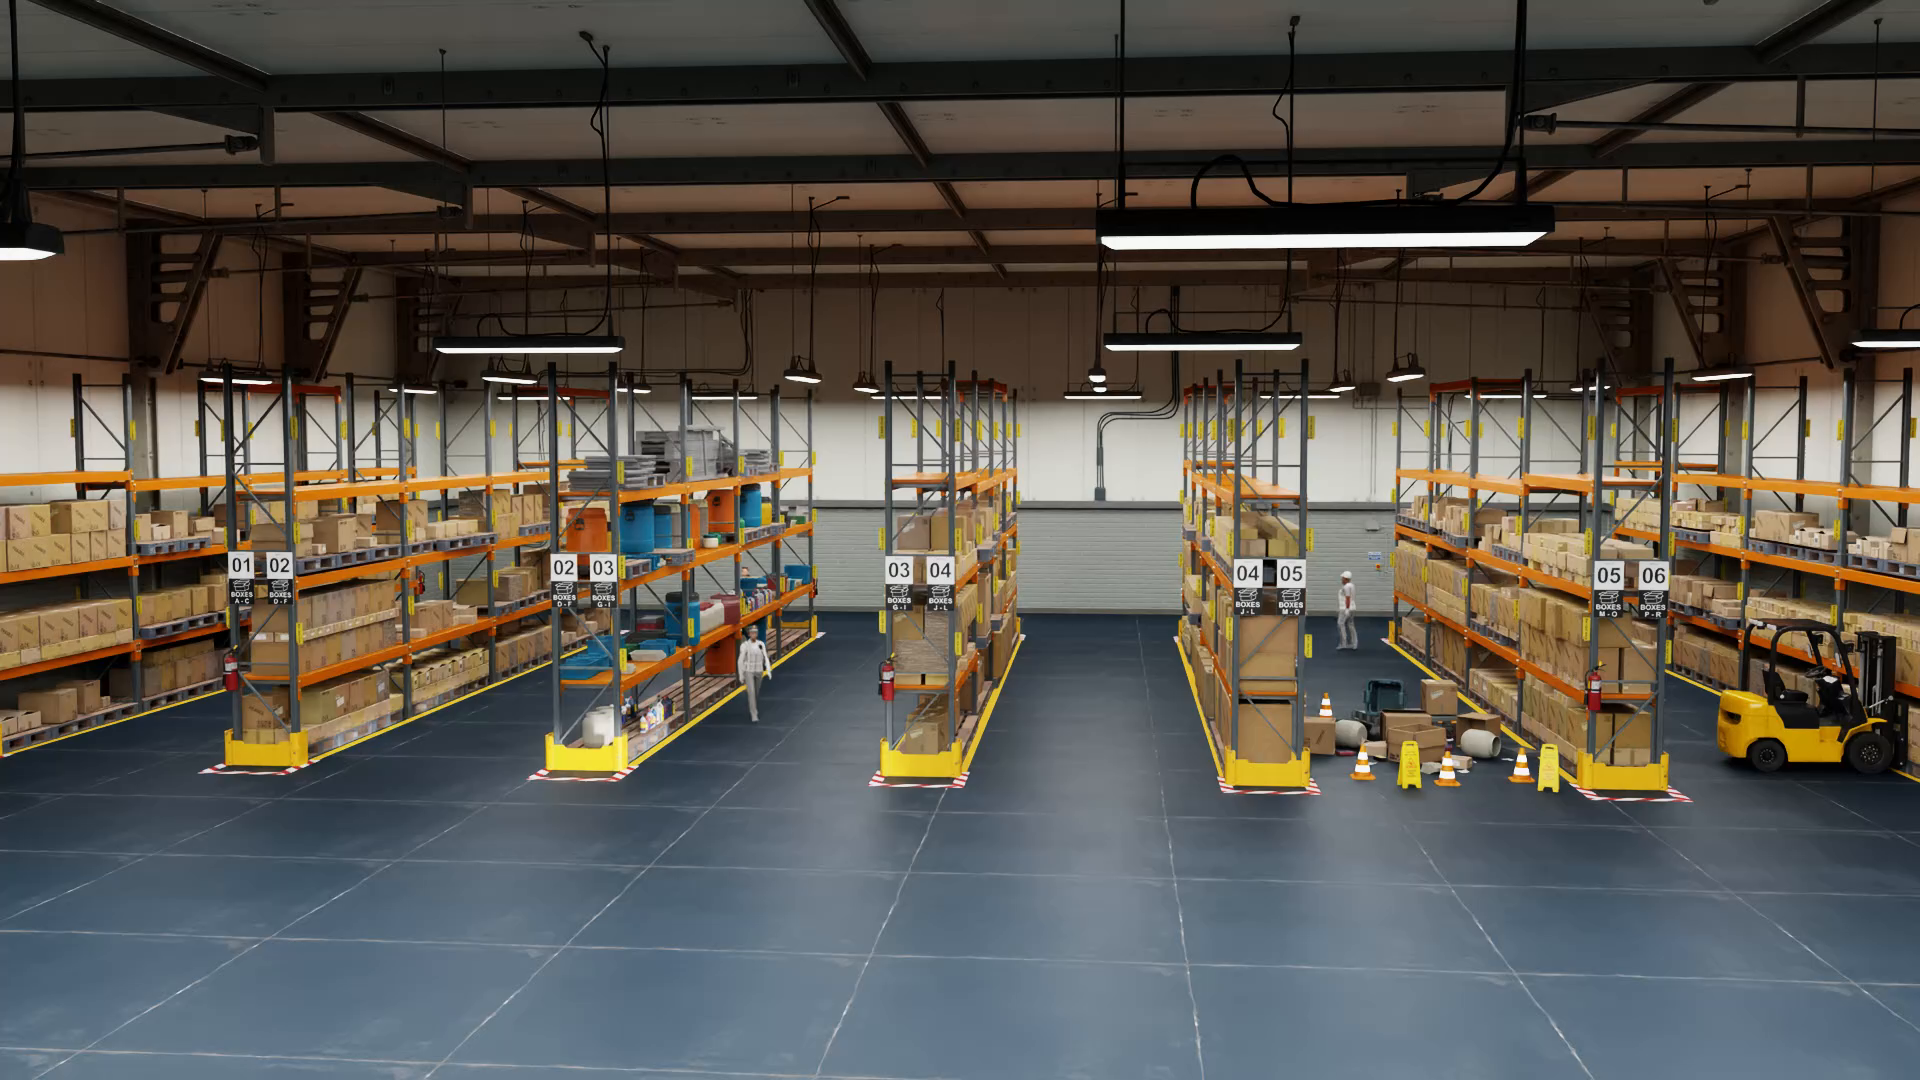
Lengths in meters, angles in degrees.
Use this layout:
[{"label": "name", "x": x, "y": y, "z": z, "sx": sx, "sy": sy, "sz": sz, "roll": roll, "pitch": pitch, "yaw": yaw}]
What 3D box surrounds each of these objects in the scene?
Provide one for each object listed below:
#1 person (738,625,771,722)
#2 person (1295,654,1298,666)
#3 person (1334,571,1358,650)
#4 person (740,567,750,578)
[{"label": "person", "x": -3.571, "y": 2.272, "z": 28.783, "sx": 0.537, "sy": 1.622, "sz": 1.081, "roll": -2, "pitch": 4, "yaw": -22}, {"label": "person", "x": 7.084, "y": 1.911, "z": 35.217, "sx": 0.479, "sy": 1.568, "sz": 0.538, "roll": -1, "pitch": 4, "yaw": -10}, {"label": "person", "x": 8.854, "y": 1.629, "z": 38.077, "sx": 0.538, "sy": 1.832, "sz": 0.616, "roll": 2, "pitch": 4, "yaw": 31}, {"label": "person", "x": -5.346, "y": 1.470, "z": 41.167, "sx": 0.433, "sy": 1.614, "sz": 1.037, "roll": 2, "pitch": 4, "yaw": 27}]
